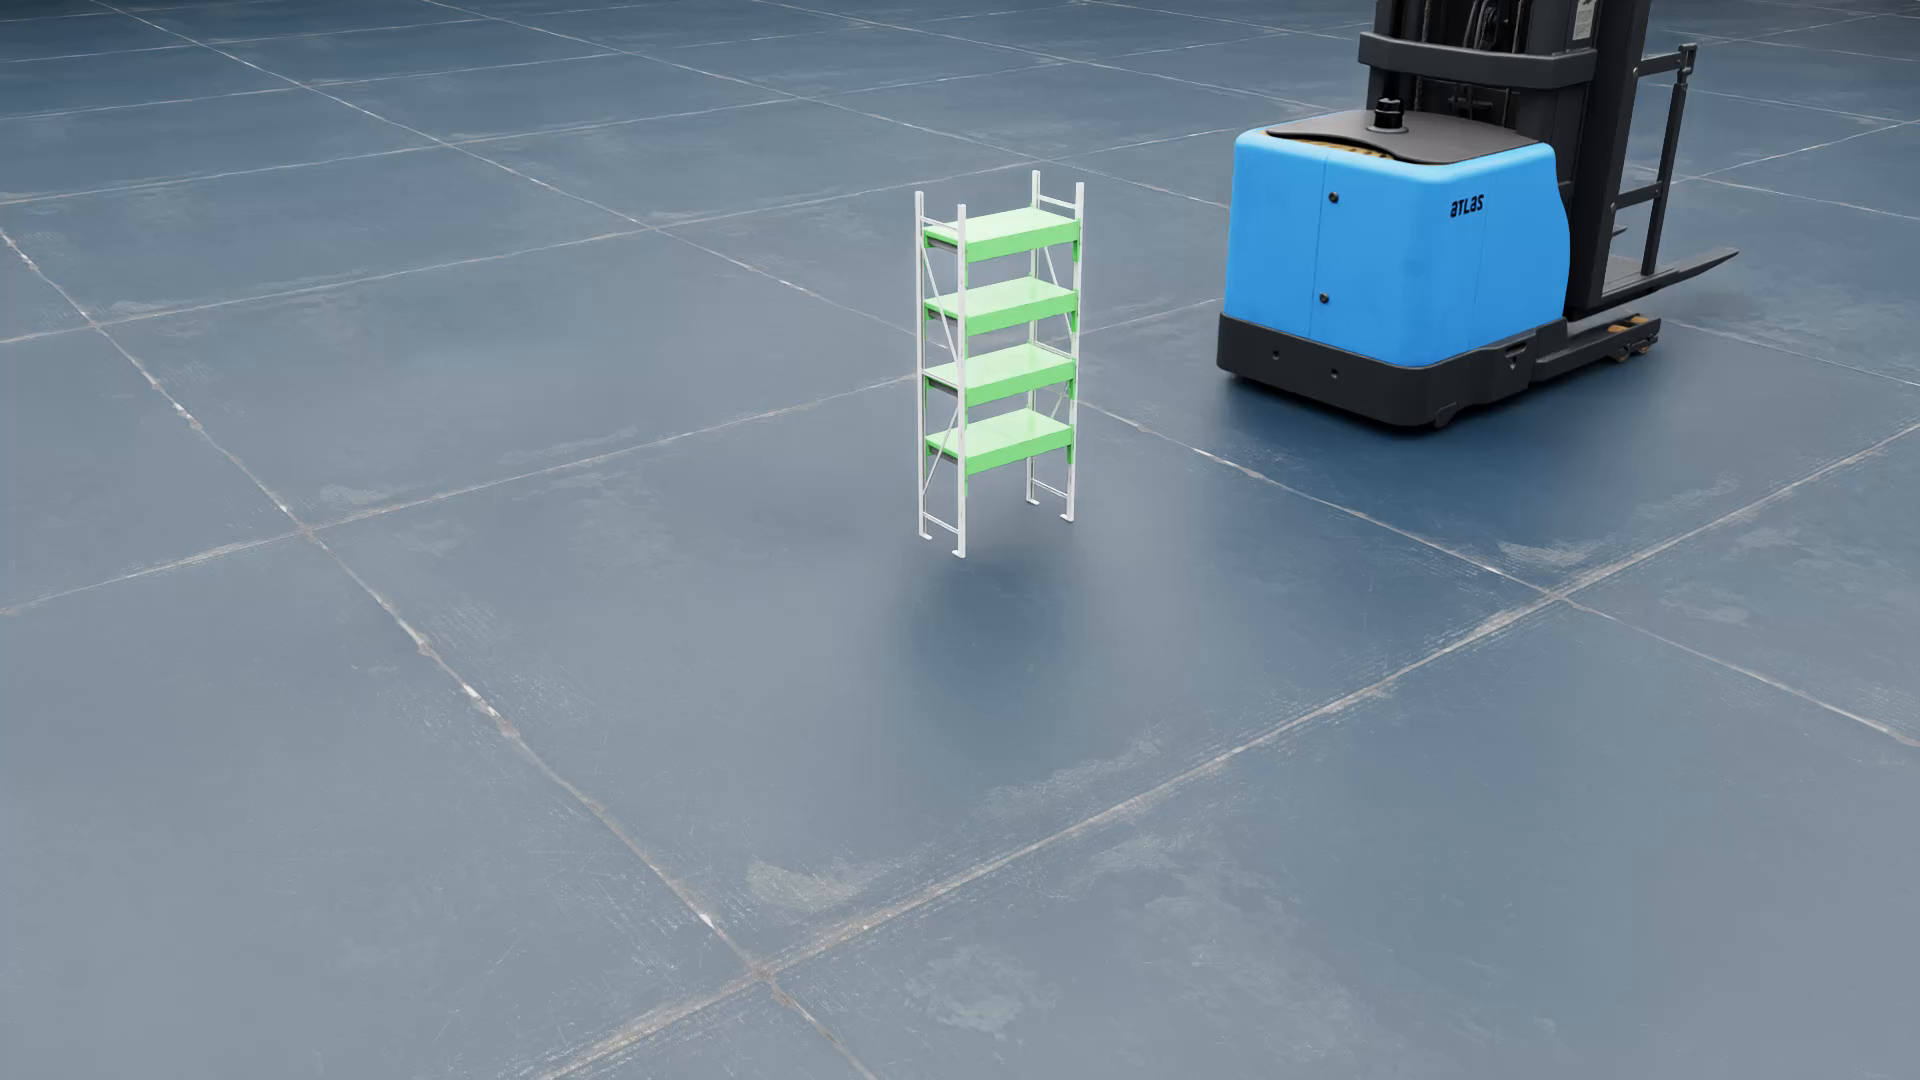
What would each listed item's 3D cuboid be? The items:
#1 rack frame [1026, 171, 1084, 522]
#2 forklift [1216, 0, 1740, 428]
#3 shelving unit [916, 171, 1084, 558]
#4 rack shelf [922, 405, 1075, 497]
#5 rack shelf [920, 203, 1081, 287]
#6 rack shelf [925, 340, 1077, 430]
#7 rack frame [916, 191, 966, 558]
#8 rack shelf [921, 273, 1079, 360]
[{"bbox_3d":[0.322,-0.651,5.727,0.015,1.200,0.240,-18,31,-34],"label":"rack frame"},{"bbox_3d":[2.558,-2.276,7.172,3.031,2.935,1.130,-20,32,-36],"label":"forklift"},{"bbox_3d":[0.130,-0.587,5.590,0.503,1.200,0.258,-18,31,-34],"label":"shelving unit"},{"bbox_3d":[0.130,-0.312,5.718,0.480,0.148,0.258,-18,31,-34],"label":"rack shelf"},{"bbox_3d":[0.130,-0.965,5.415,0.480,0.148,0.258,-18,31,-34],"label":"rack shelf"},{"bbox_3d":[0.130,-0.529,5.617,0.480,0.148,0.258,-18,31,-34],"label":"rack shelf"},{"bbox_3d":[-0.062,-0.524,5.453,0.015,1.200,0.240,-18,31,-34],"label":"rack frame"},{"bbox_3d":[0.130,-0.747,5.516,0.480,0.148,0.258,-18,31,-34],"label":"rack shelf"}]
